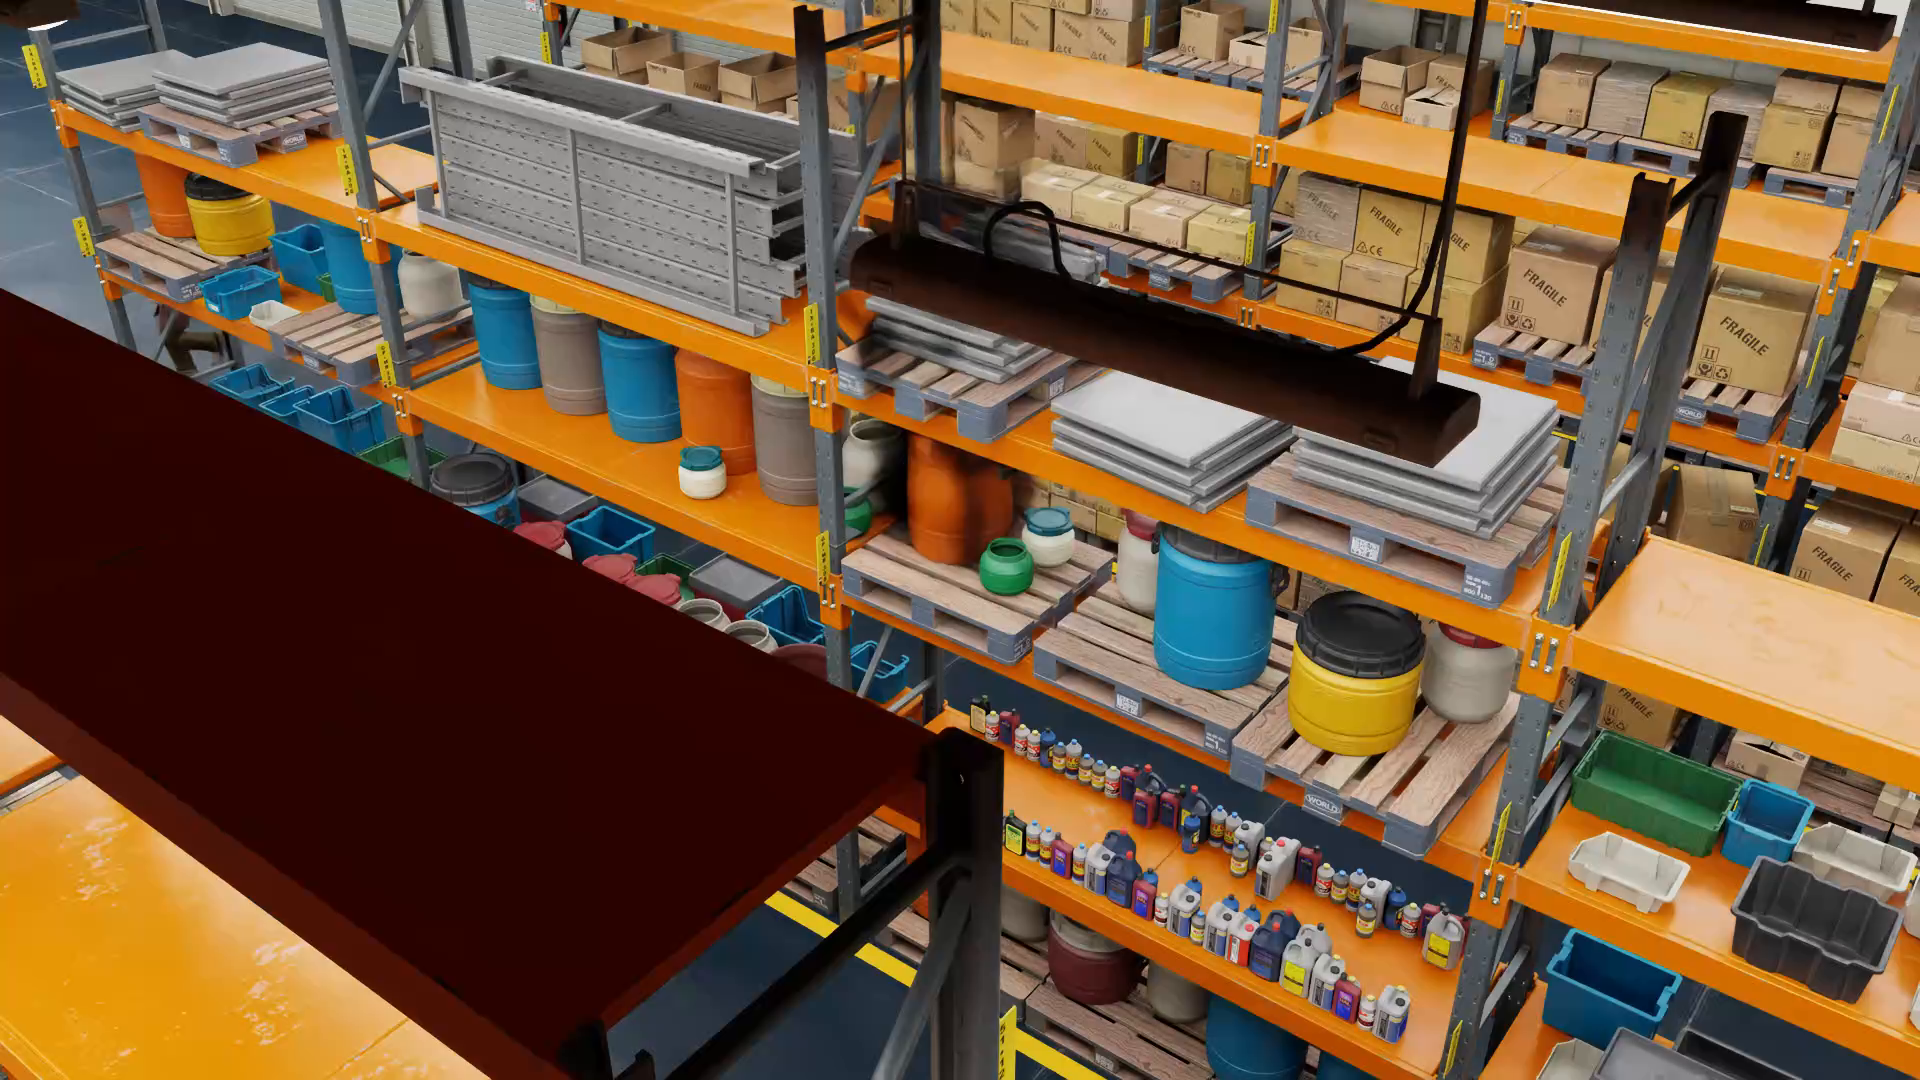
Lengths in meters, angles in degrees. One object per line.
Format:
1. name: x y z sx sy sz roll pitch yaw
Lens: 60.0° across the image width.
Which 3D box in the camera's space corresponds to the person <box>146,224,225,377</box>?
1. person: -8.336 -2.553 17.800 0.761 1.763 0.706 -10 33 -16
